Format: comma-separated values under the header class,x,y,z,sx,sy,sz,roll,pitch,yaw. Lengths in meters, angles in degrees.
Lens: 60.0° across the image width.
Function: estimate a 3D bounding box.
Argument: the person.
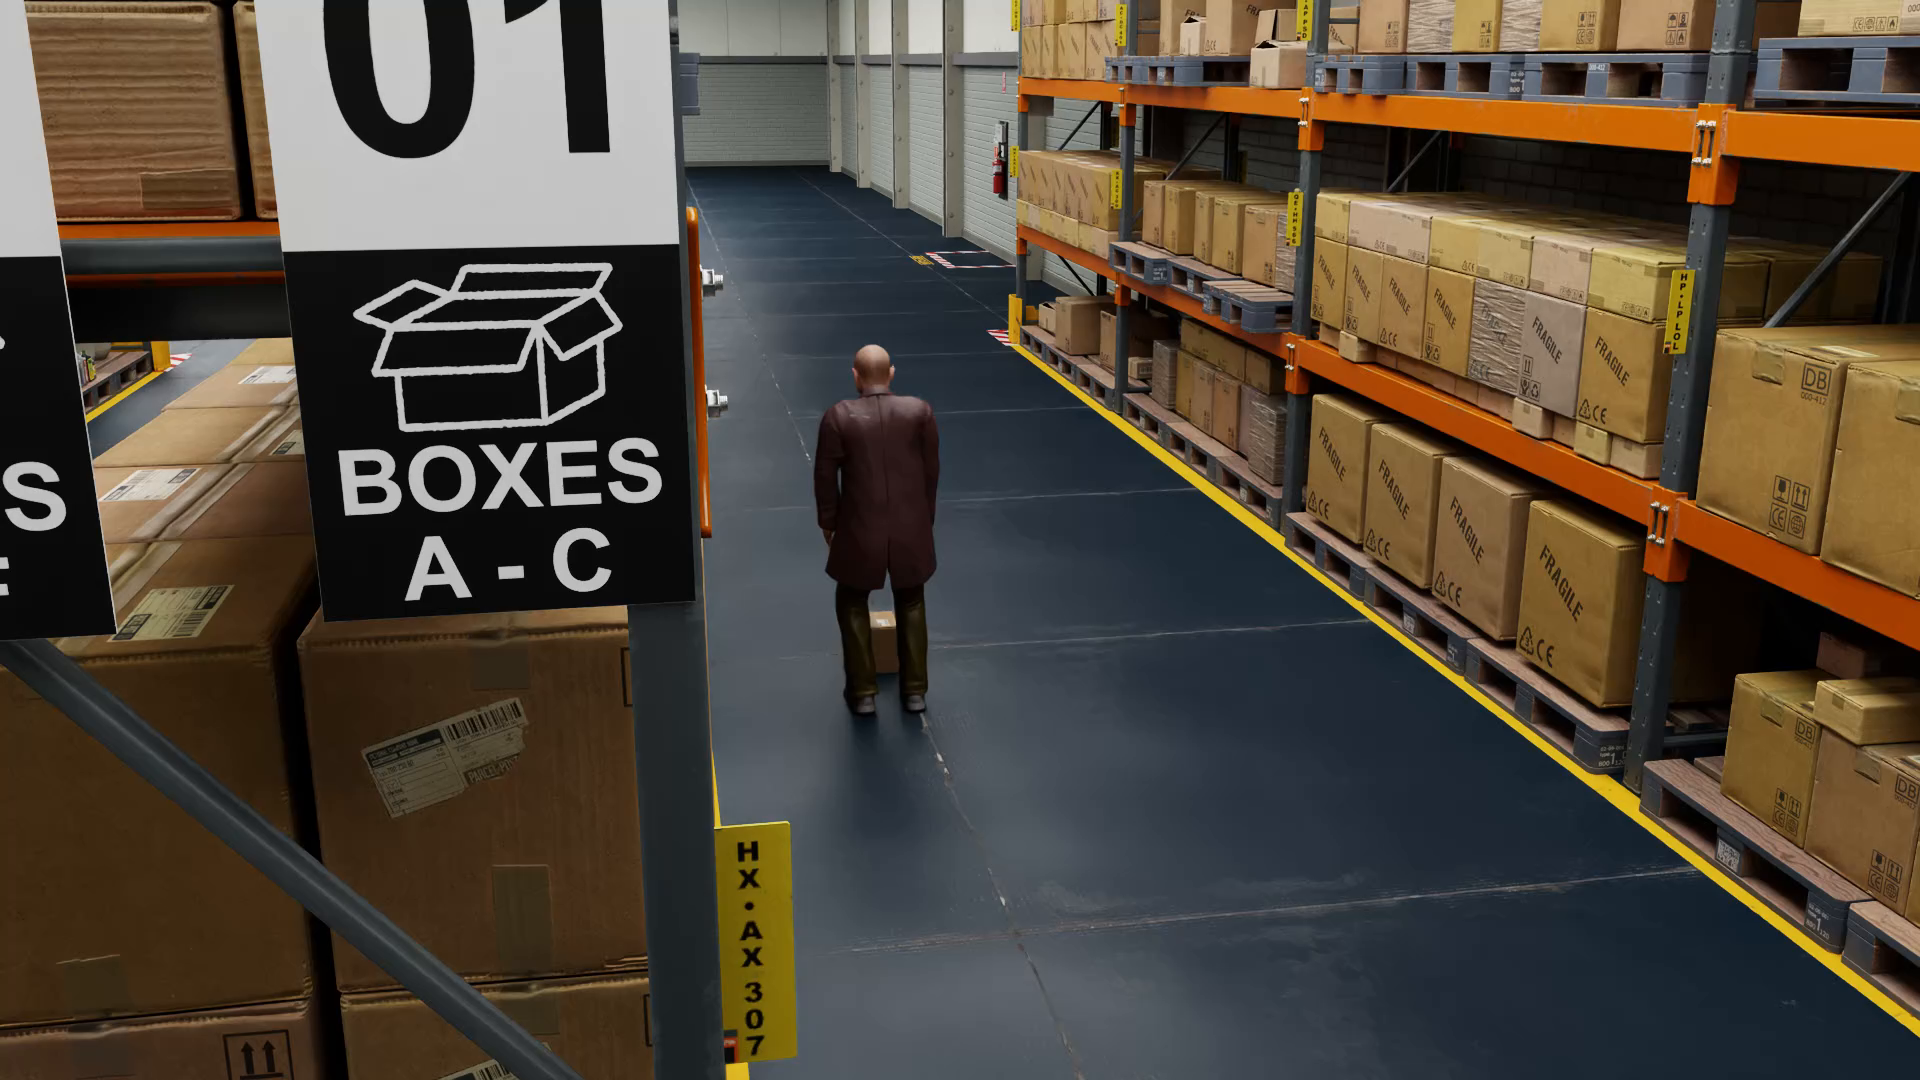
class,x,y,z,sx,sy,sz,roll,pitch,yaw
person,-0.388,-0.039,7.805,0.587,1.730,0.416,-3,16,-9
